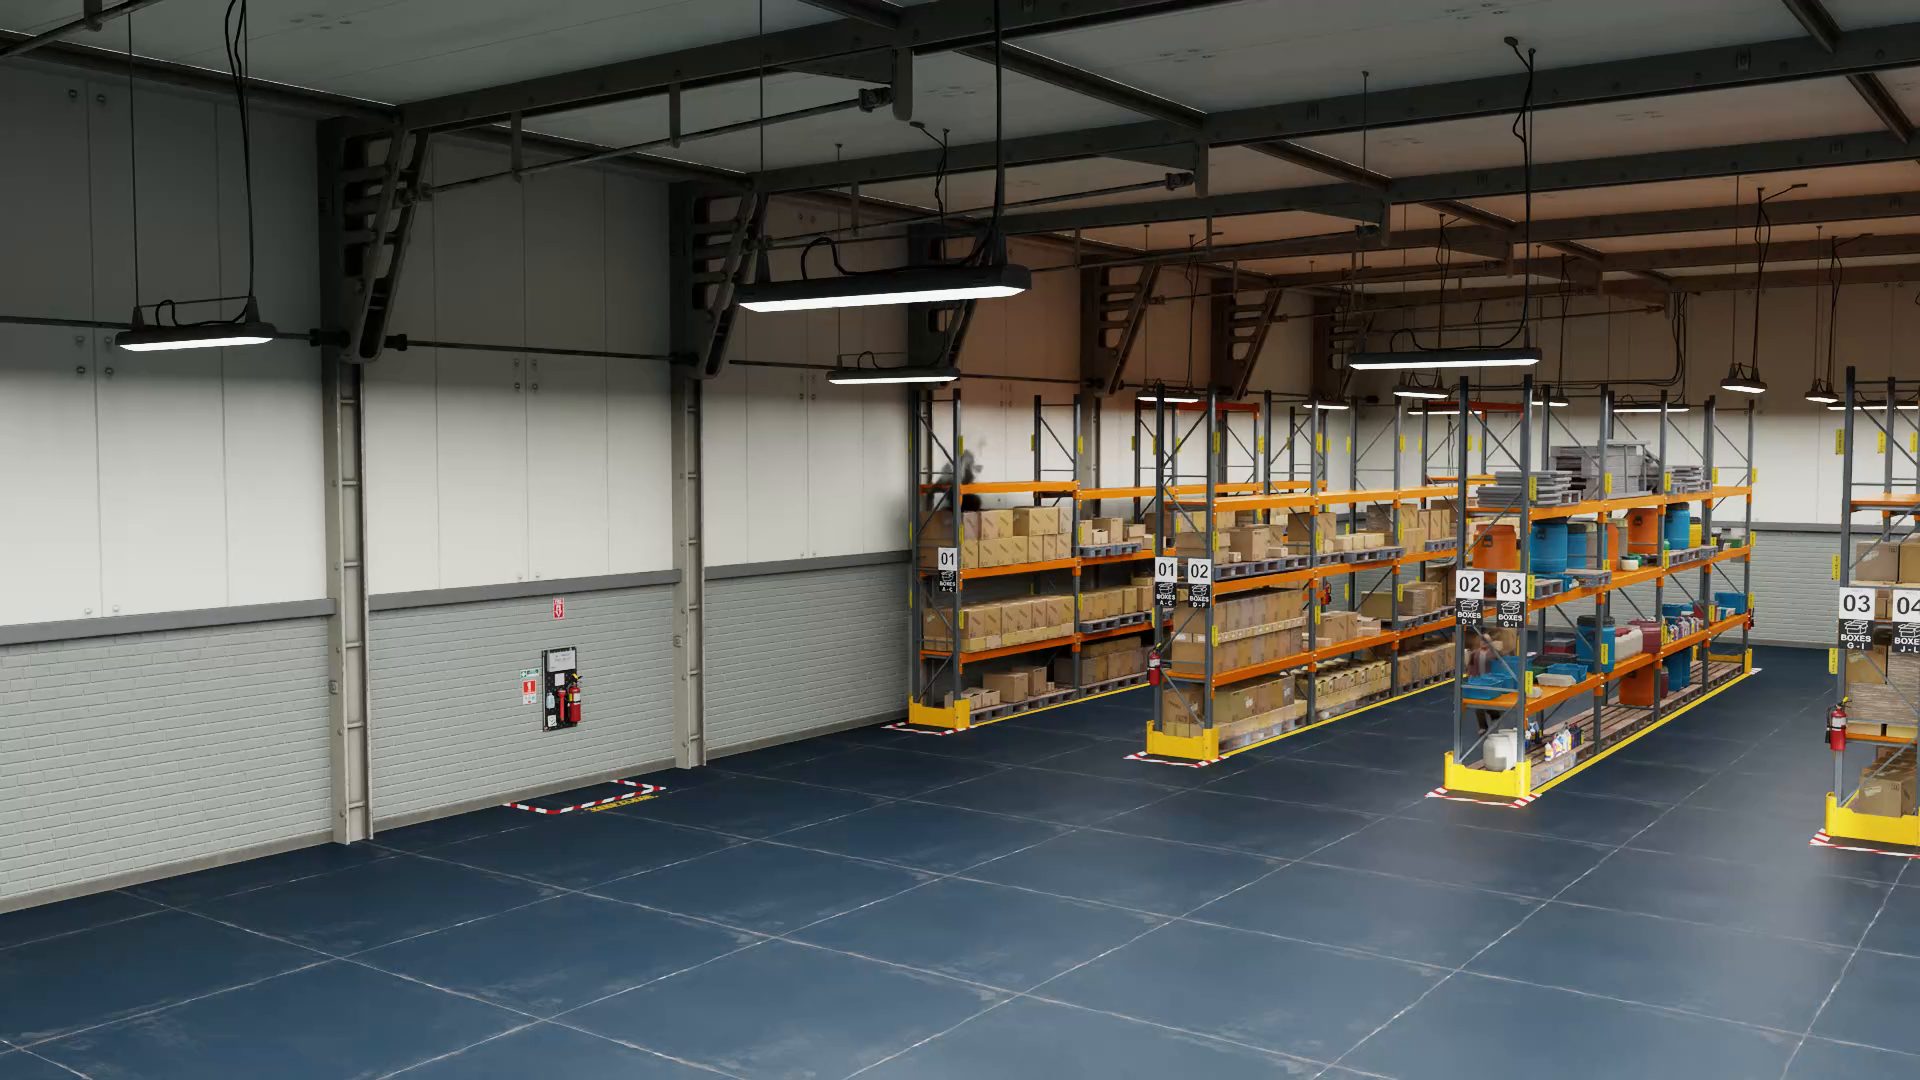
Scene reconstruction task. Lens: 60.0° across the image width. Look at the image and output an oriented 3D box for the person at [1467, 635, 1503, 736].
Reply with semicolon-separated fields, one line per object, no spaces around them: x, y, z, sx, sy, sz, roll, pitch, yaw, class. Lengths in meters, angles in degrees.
9.081;2.494;28.737;0.701;1.731;0.677;3;4;38;person
